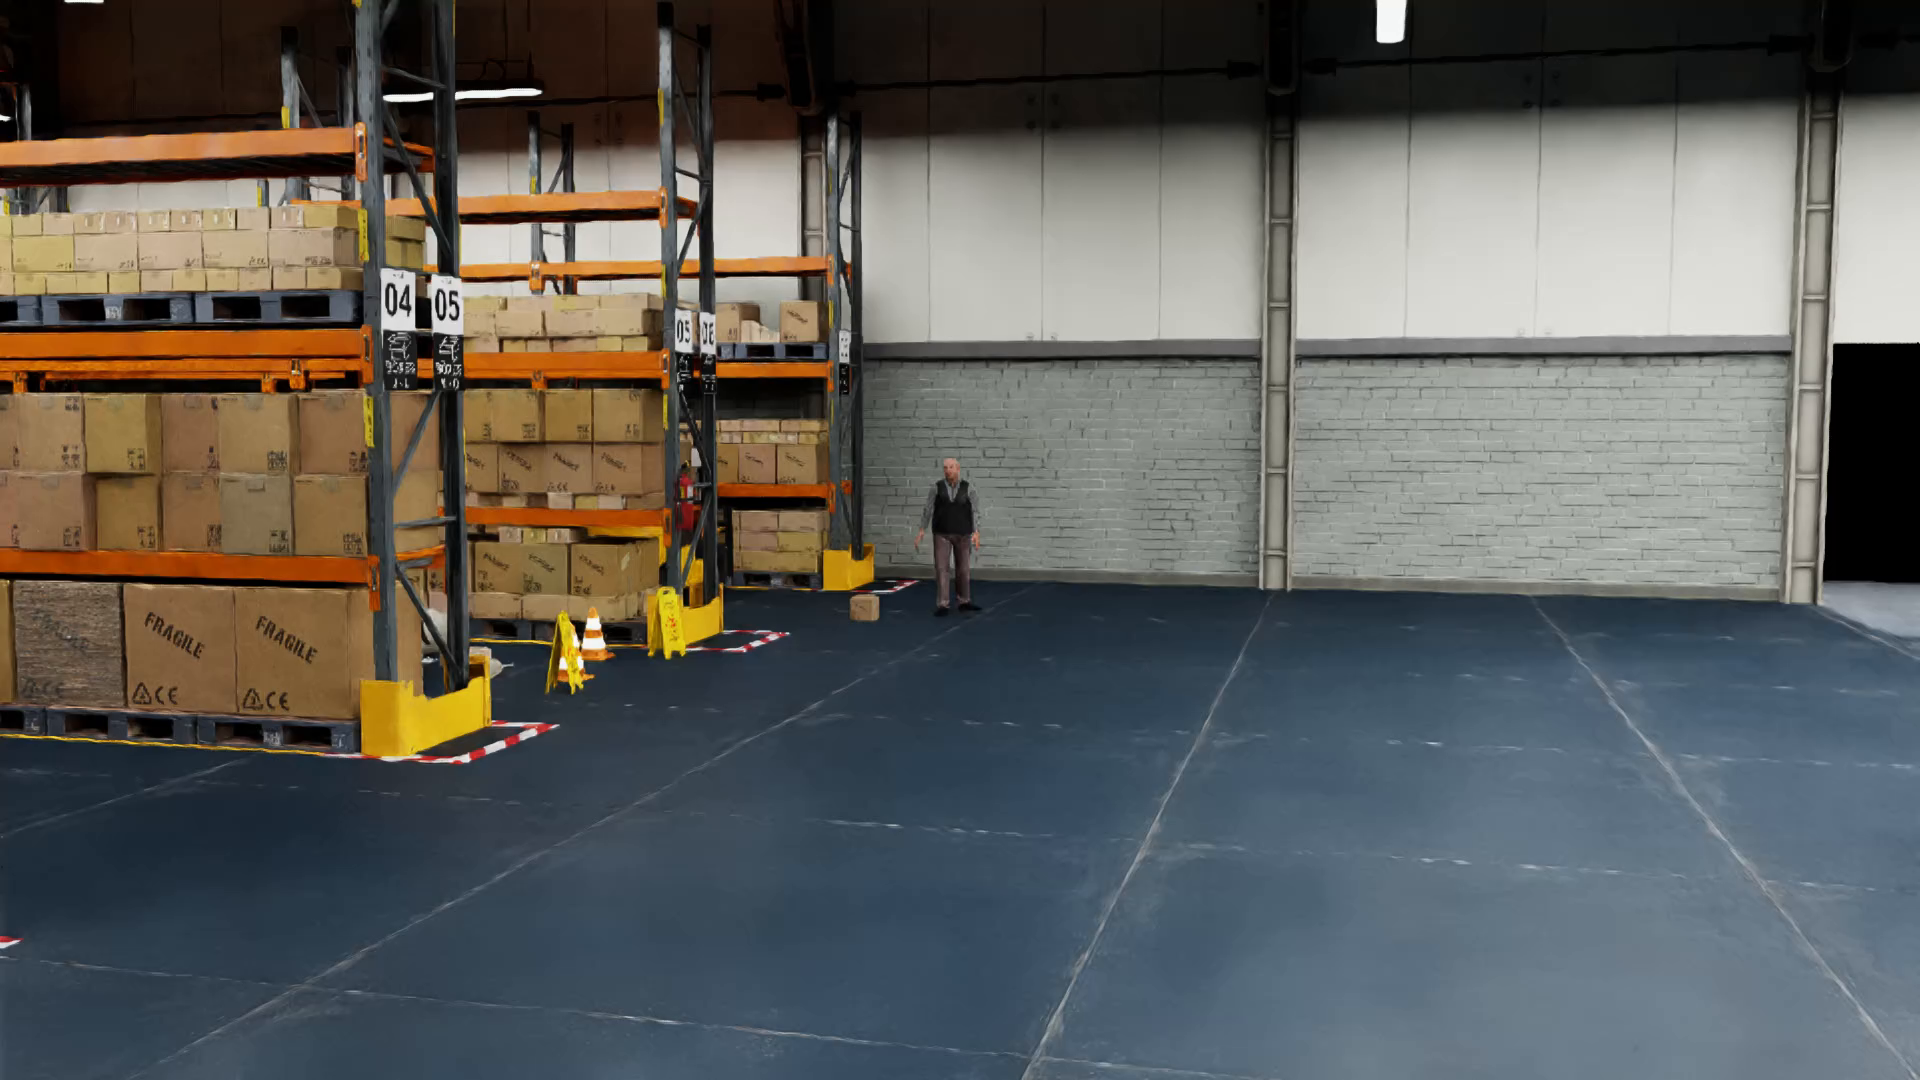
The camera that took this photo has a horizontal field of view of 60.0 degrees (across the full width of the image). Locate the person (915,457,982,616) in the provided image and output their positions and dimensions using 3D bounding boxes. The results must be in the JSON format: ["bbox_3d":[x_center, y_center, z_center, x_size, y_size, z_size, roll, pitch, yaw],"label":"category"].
[{"bbox_3d":[-0.118,-0.038,18.122,0.740,1.723,0.636,0,5,-3],"label":"person"}]
